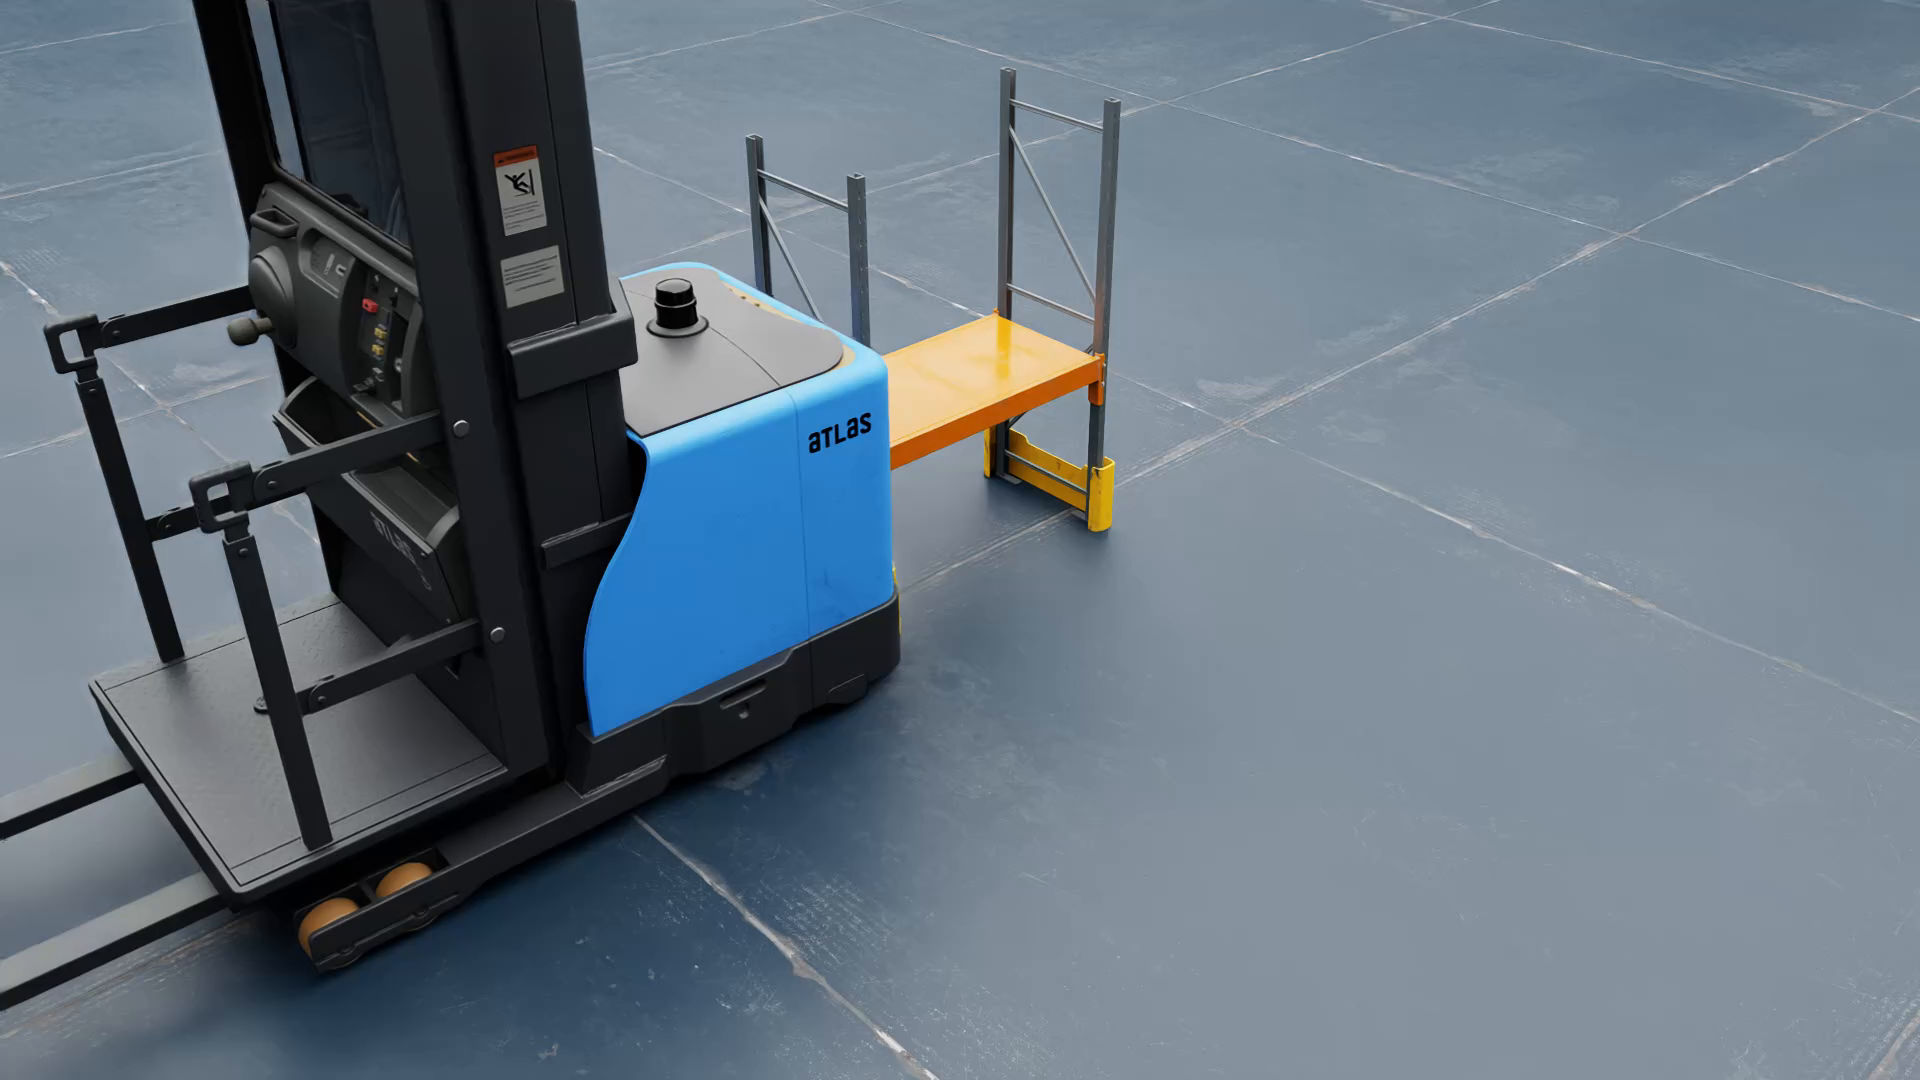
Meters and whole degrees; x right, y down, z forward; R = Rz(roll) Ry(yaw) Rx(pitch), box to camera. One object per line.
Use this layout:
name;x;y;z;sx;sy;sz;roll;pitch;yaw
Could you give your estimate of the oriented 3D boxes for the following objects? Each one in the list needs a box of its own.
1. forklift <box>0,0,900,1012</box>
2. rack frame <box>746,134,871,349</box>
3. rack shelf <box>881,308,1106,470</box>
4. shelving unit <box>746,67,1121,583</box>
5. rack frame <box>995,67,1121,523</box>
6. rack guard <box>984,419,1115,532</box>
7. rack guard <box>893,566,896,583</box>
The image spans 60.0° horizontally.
forklift;-1.626;-0.519;3.789;3.031;2.935;1.130;-24;39;-34
rack frame;-0.435;-0.429;5.015;0.032;1.500;0.500;-26;40;-35
rack shelf;-0.062;-0.456;5.403;1.000;0.185;0.538;-26;40;-35
shelving unit;-0.056;-0.613;5.315;1.083;1.500;0.587;-26;40;-35
rack frame;0.311;-0.790;5.604;0.032;1.500;0.500;-26;40;-35
rack guard;0.310;-0.256;5.929;0.087;0.250;0.587;-26;40;-35
rack guard;-0.421;0.097;5.352;0.087;0.250;0.587;-26;40;-35
